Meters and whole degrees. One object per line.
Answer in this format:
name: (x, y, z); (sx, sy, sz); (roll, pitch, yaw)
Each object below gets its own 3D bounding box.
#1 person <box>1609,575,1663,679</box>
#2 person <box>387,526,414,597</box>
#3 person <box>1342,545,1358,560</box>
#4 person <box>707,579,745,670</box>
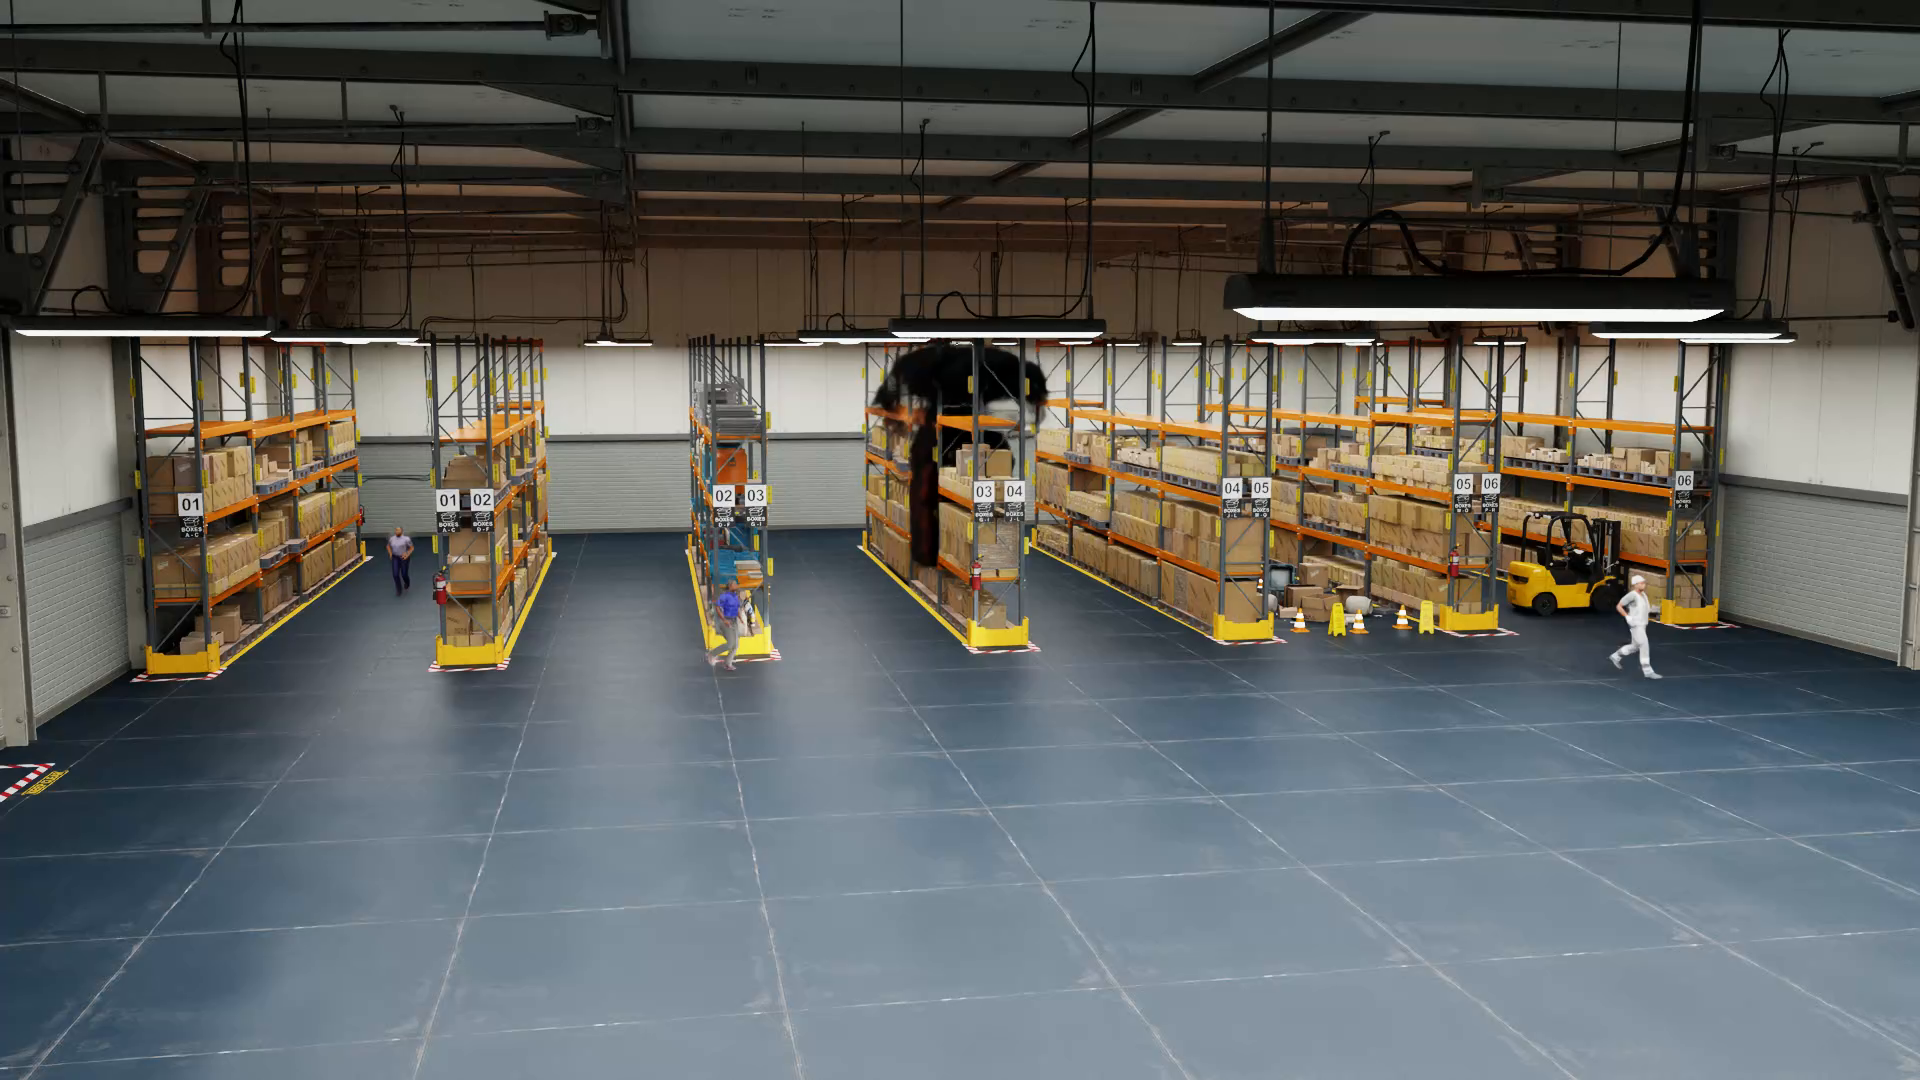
person: (11.820, 1.495, 29.032); (0.998, 1.767, 0.663); (6, 9, 44)
person: (-13.102, 0.478, 38.925); (0.618, 1.616, 0.711); (-1, 7, -9)
person: (10.252, -0.041, 43.717); (0.543, 1.559, 0.544); (-2, 7, -15)
person: (-4.185, 1.506, 29.934); (0.563, 1.599, 0.650); (3, 7, 23)
